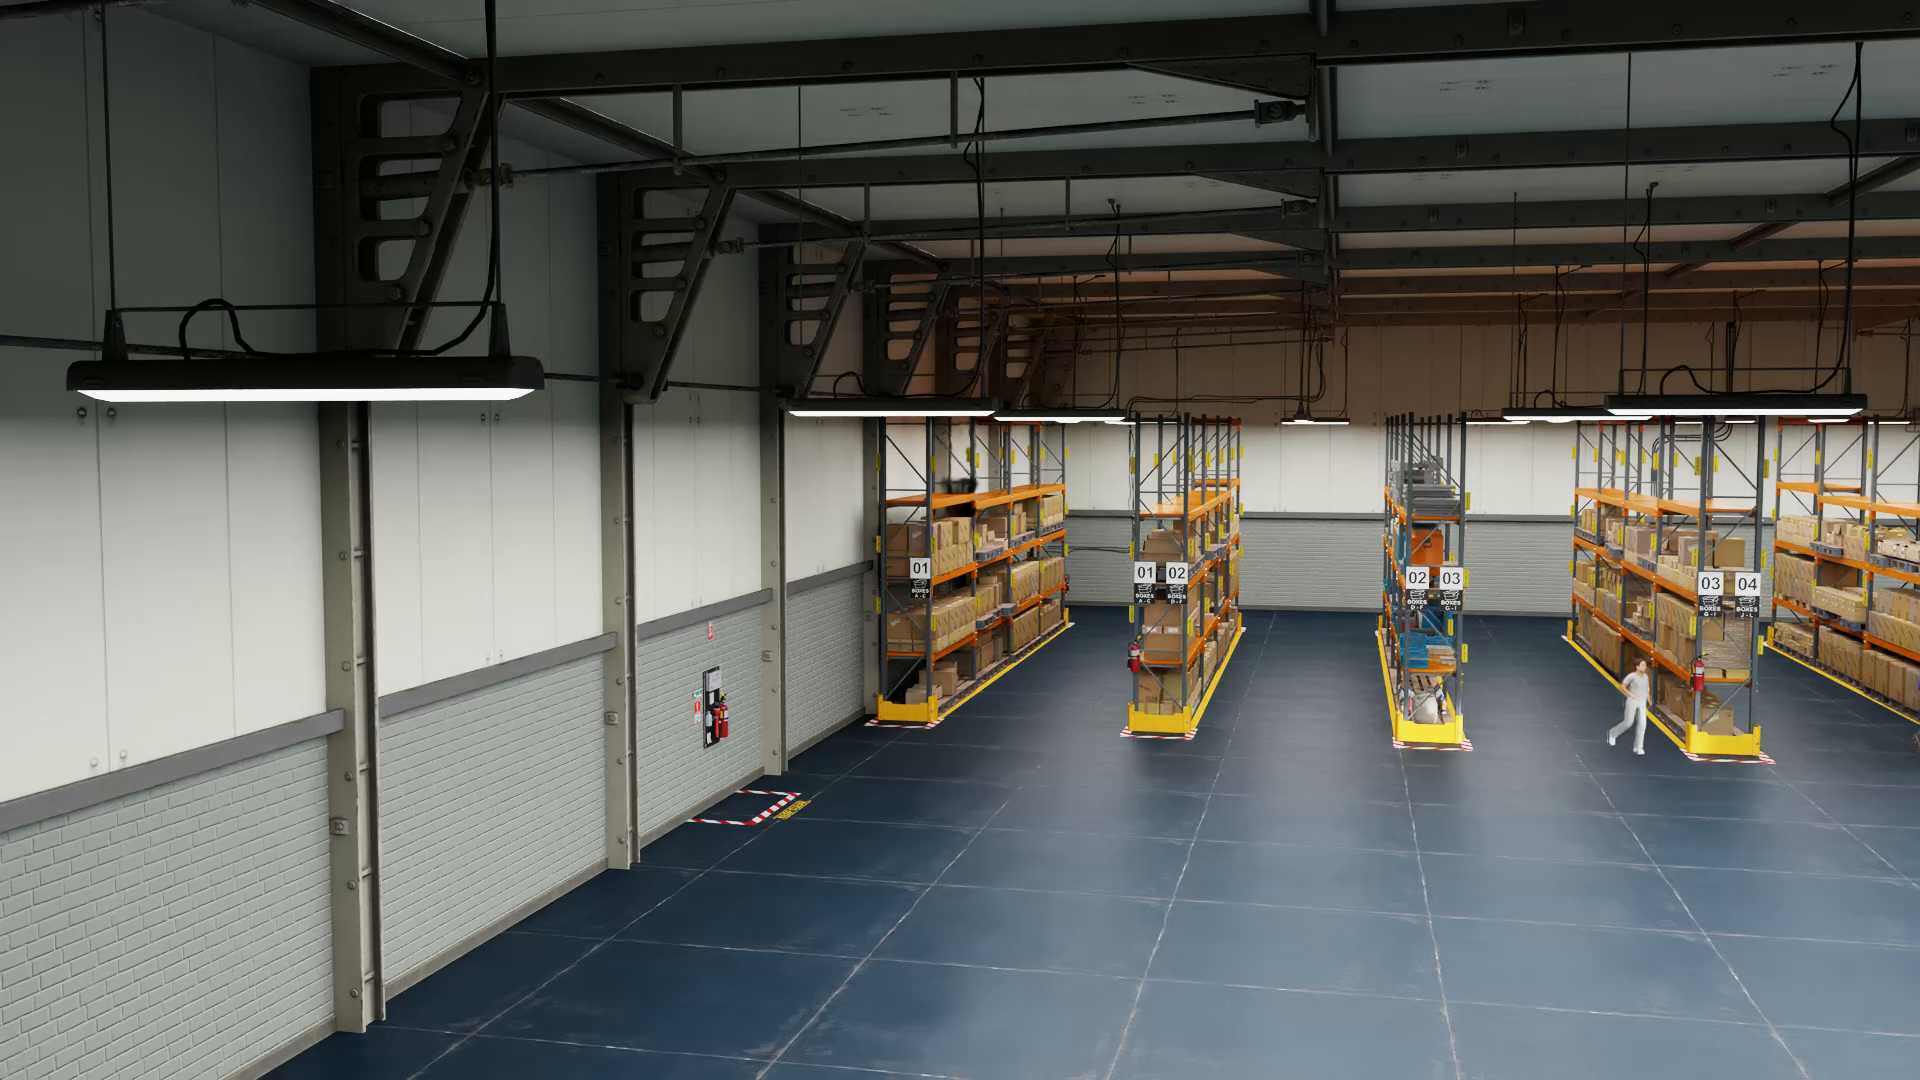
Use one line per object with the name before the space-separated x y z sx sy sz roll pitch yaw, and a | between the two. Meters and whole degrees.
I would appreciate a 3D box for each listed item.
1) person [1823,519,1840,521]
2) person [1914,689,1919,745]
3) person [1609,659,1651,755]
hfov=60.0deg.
person | 24.154 1.419 38.103 6.458 3.432 5.916 1 4 9
person | 16.750 2.999 28.508 0.513 1.673 1.071 -1 4 -11
person | 11.962 2.913 29.361 0.631 1.615 0.929 -1 4 -13
